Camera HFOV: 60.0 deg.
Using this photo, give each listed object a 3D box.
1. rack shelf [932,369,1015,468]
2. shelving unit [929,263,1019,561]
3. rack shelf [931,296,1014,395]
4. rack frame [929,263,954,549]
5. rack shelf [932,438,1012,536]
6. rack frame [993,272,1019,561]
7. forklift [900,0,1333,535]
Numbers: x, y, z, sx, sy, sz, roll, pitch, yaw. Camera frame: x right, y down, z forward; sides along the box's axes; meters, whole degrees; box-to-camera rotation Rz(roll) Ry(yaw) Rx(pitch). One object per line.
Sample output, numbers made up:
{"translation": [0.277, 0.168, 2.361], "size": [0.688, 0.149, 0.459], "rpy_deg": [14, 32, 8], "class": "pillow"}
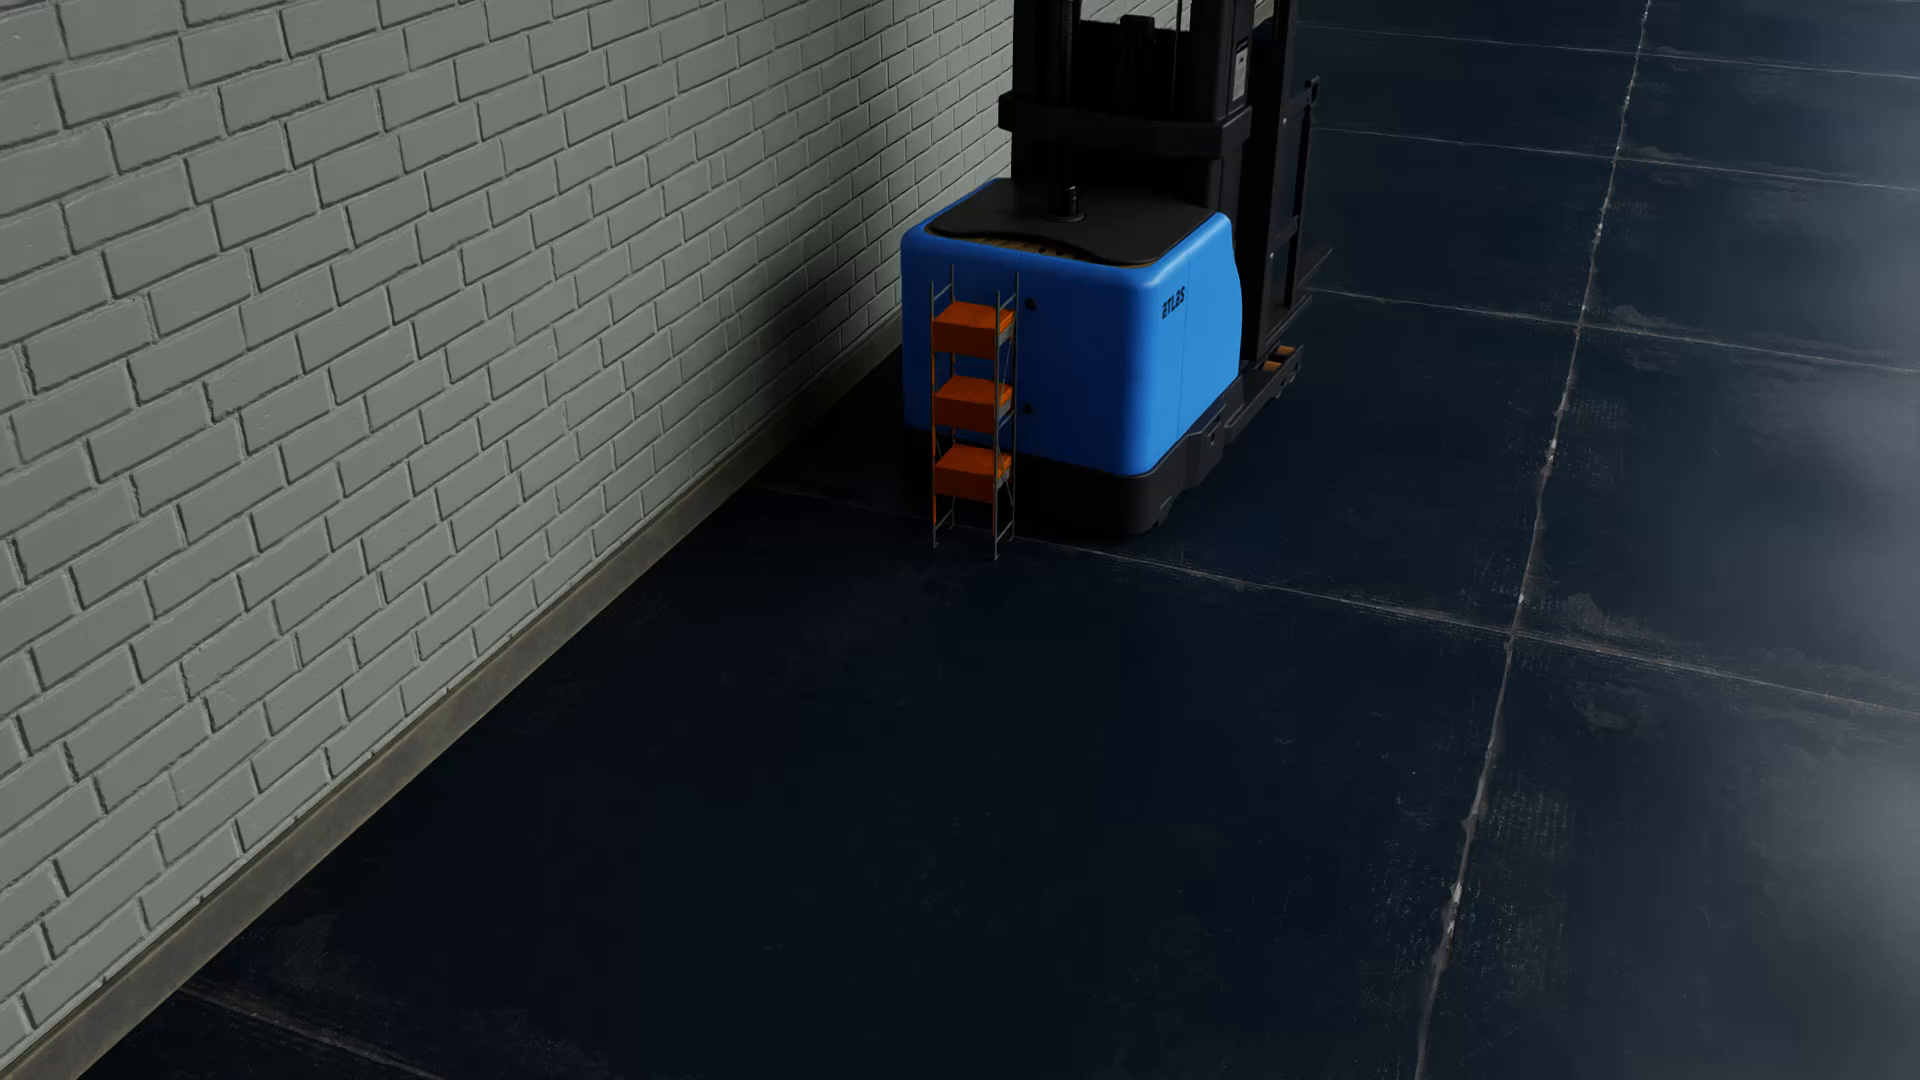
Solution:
{"translation": [0.050, -0.438, 5.979], "size": [0.240, 0.259, 0.215], "rpy_deg": [11, 31, 19], "class": "rack shelf"}
{"translation": [0.050, -0.447, 5.974], "size": [0.252, 1.050, 0.215], "rpy_deg": [11, 31, 19], "class": "shelving unit"}
{"translation": [0.050, -0.685, 5.840], "size": [0.240, 0.259, 0.215], "rpy_deg": [11, 31, 19], "class": "rack shelf"}
{"translation": [-0.063, -0.470, 6.014], "size": [0.008, 1.050, 0.200], "rpy_deg": [11, 31, 19], "class": "rack frame"}
{"translation": [0.050, -0.196, 6.116], "size": [0.240, 0.259, 0.215], "rpy_deg": [11, 31, 19], "class": "rack shelf"}
{"translation": [0.163, -0.425, 5.934], "size": [0.008, 1.050, 0.200], "rpy_deg": [11, 31, 19], "class": "rack frame"}
{"translation": [0.894, -1.992, 6.796], "size": [1.130, 2.935, 3.031], "rpy_deg": [14, 32, 24], "class": "forklift"}
